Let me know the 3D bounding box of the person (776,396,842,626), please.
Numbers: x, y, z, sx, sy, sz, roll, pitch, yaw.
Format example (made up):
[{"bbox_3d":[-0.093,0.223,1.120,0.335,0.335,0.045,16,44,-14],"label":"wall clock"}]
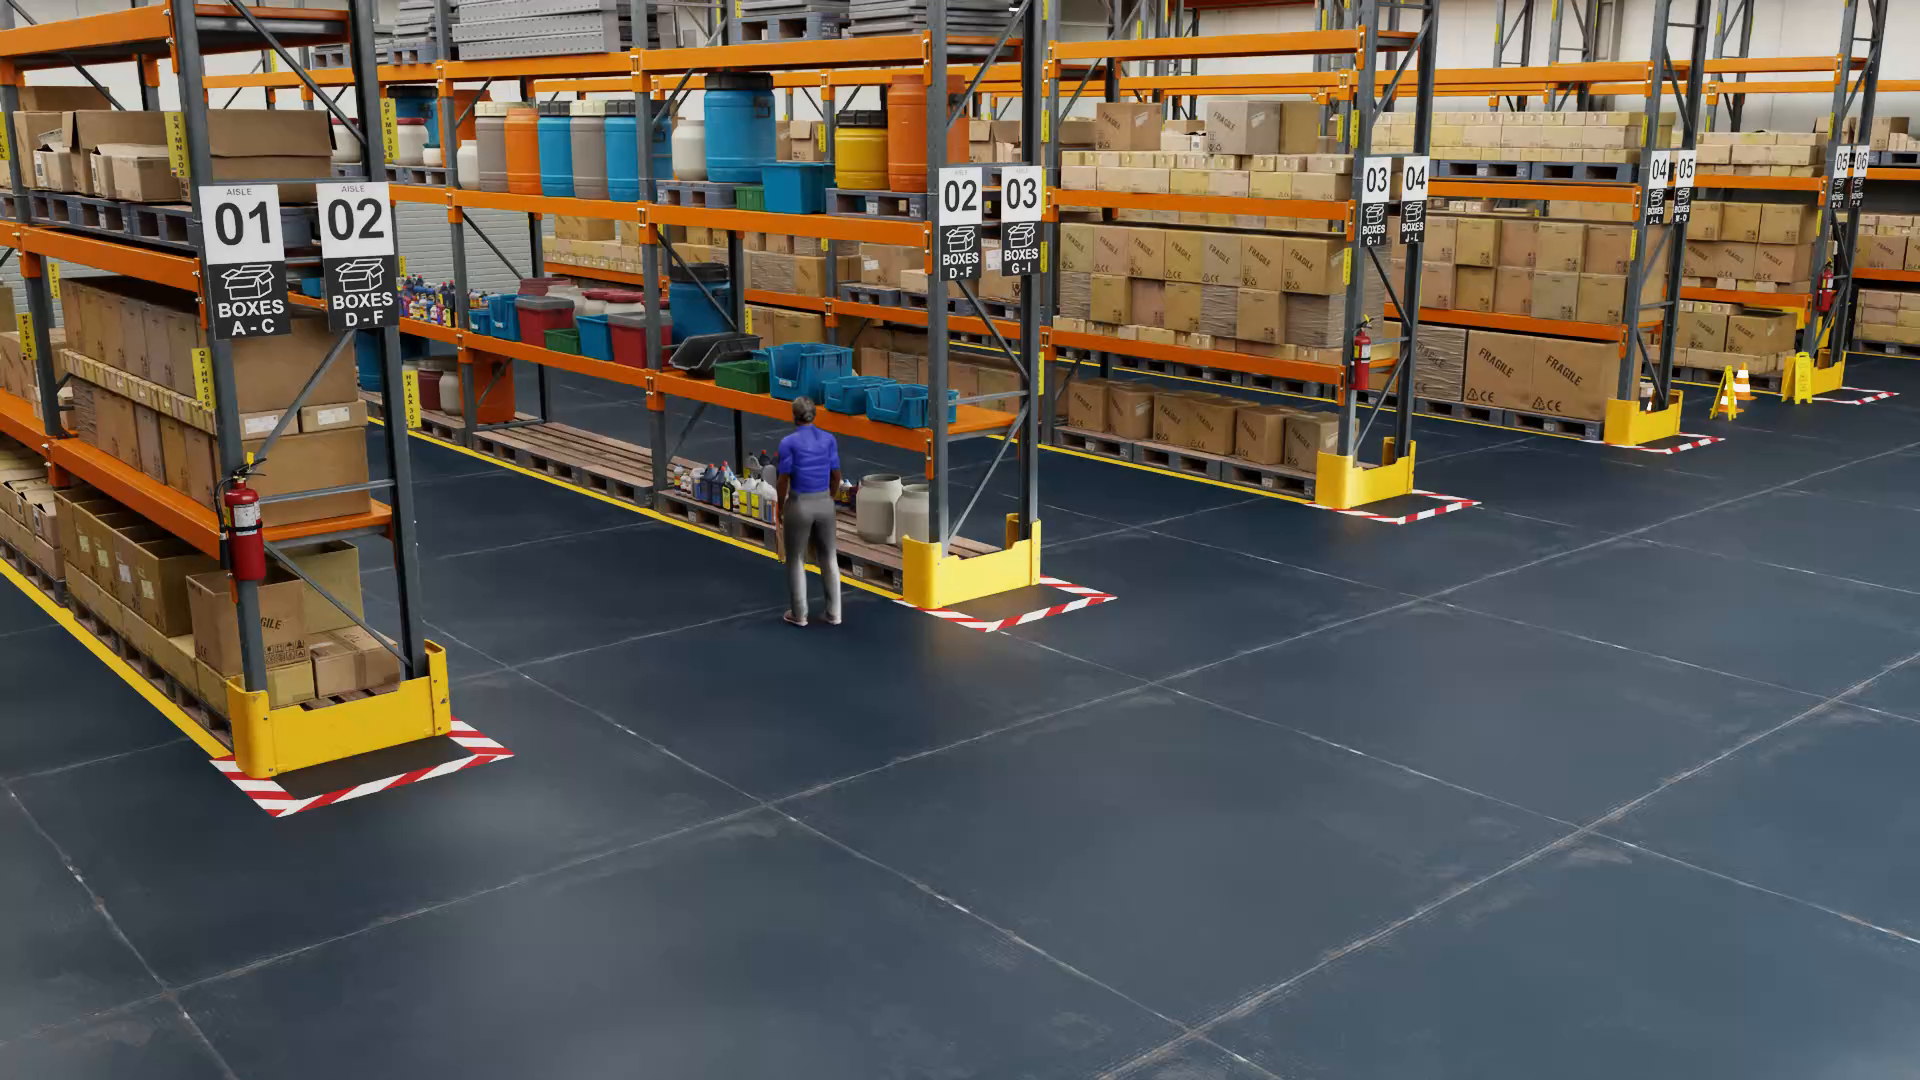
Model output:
[{"bbox_3d":[-1.078,-0.207,11.820,0.492,1.660,0.398,-6,15,-22],"label":"person"}]
